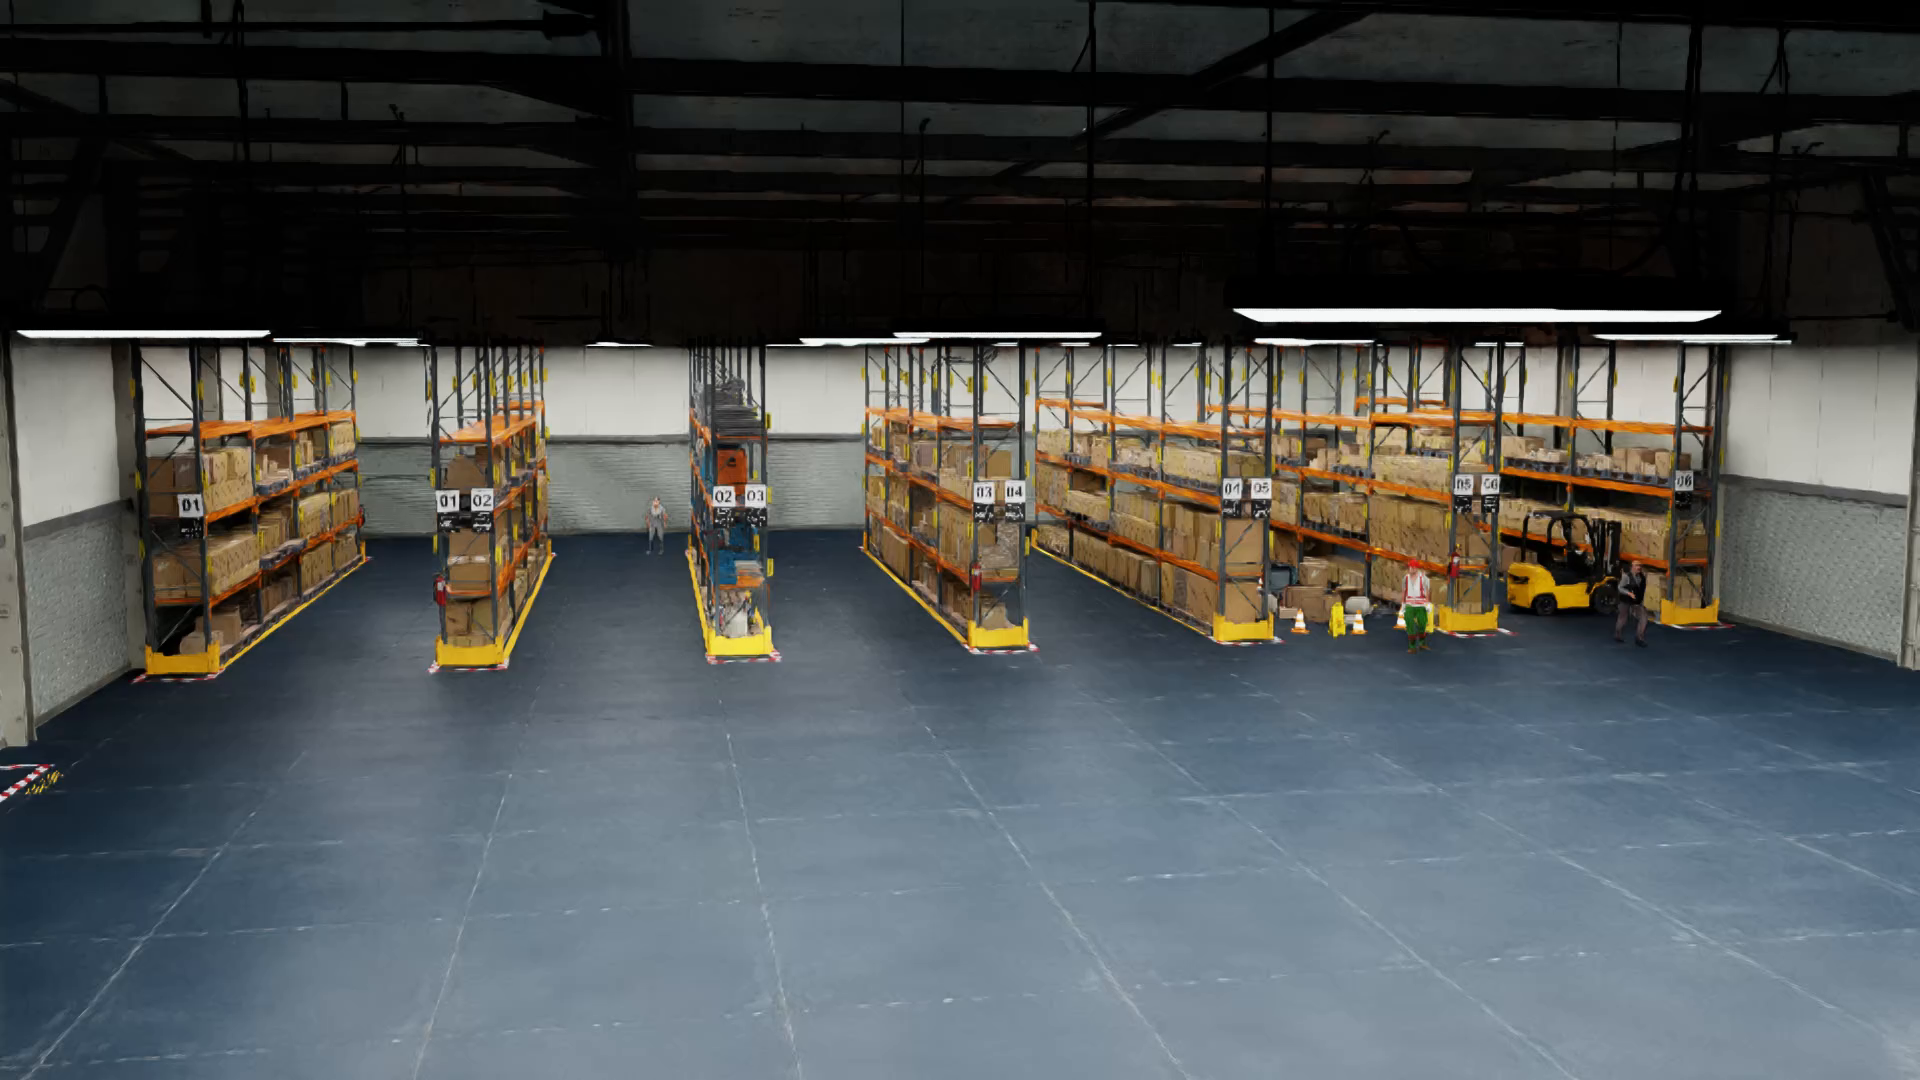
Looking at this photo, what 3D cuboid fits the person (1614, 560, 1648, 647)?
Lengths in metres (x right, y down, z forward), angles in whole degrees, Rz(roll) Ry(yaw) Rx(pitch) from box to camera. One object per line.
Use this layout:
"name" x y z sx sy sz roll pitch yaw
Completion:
"person" 13.064 1.244 32.317 0.680 1.573 0.866 -1 7 -5

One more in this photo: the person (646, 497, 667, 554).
"person" -8.519 -0.416 46.657 0.580 1.619 0.507 -1 7 -10

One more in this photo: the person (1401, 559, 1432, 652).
"person" 8.674 1.234 31.583 0.575 1.775 0.568 3 7 25
